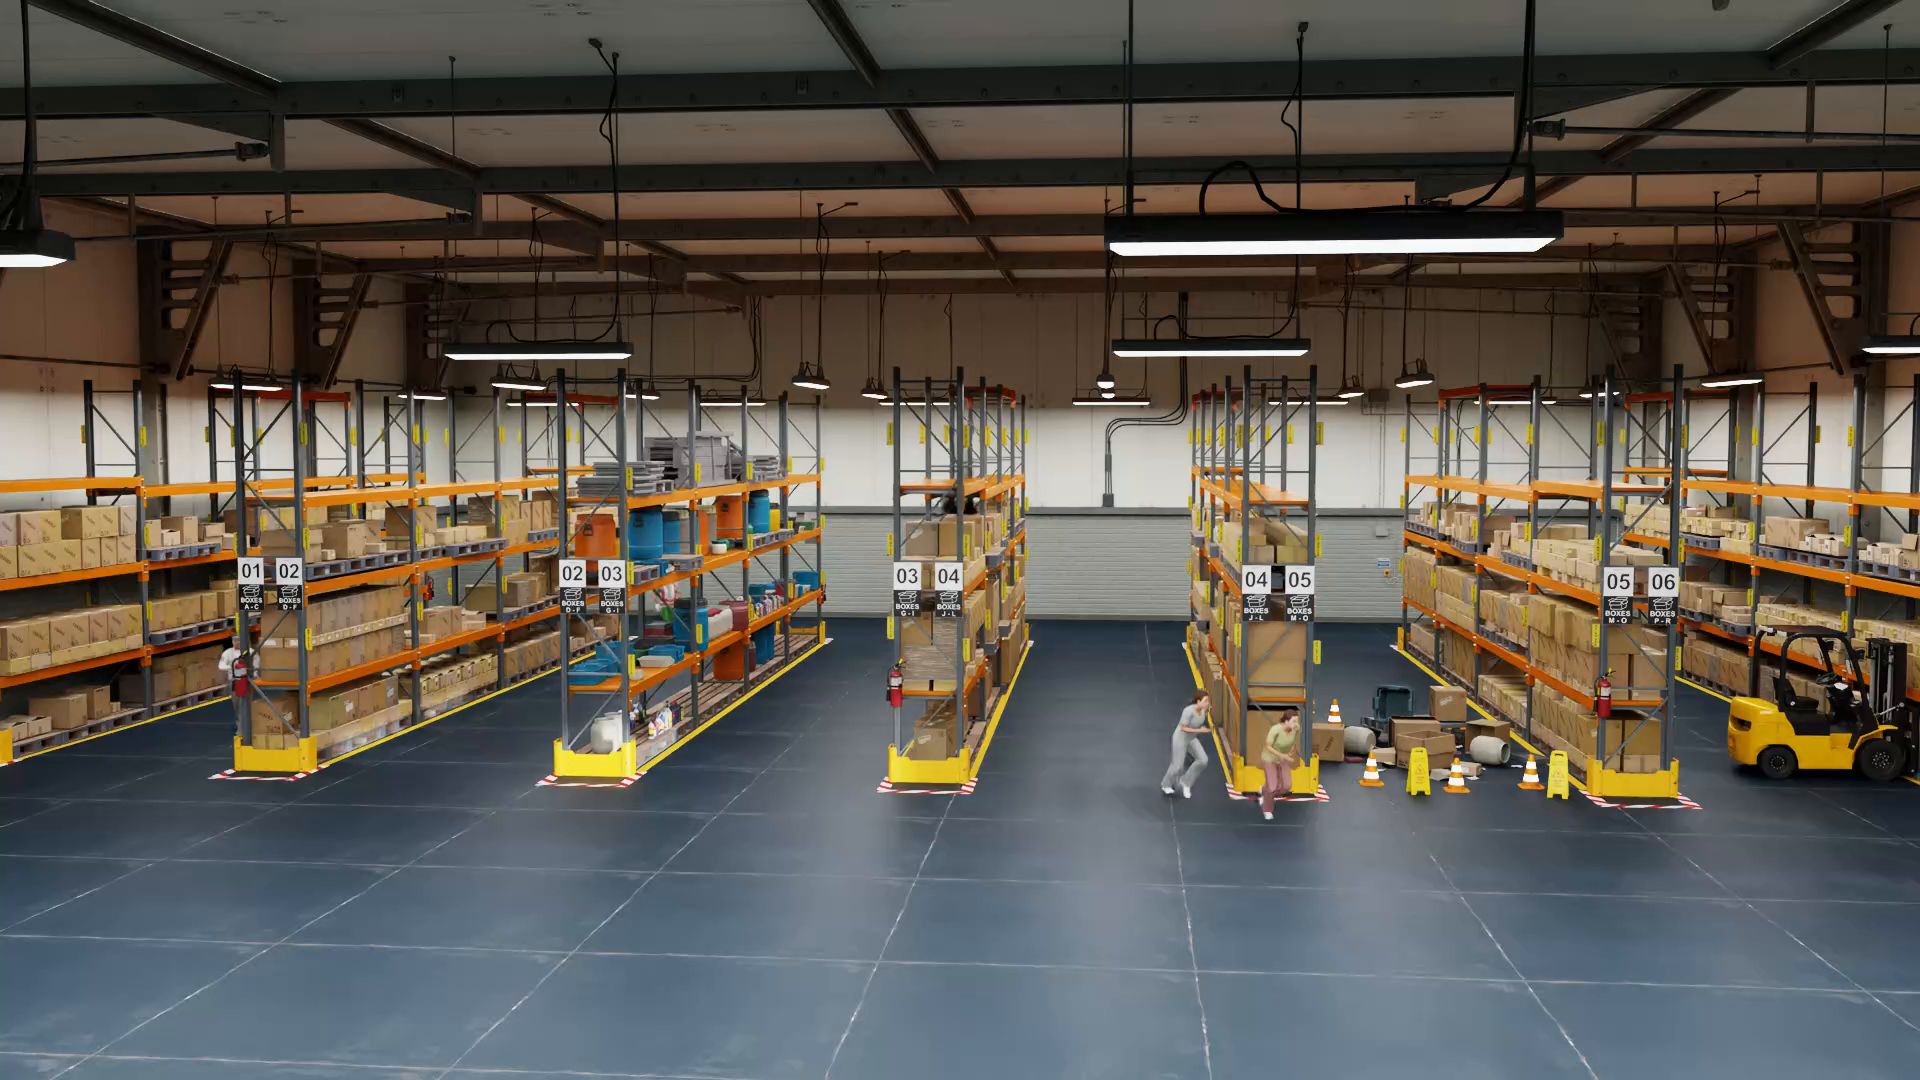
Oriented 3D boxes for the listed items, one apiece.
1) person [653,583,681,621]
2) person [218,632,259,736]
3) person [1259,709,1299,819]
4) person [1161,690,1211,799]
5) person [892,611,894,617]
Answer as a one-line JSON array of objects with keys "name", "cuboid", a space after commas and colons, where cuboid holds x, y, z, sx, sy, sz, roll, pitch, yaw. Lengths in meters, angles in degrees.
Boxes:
[{"name": "person", "cuboid": [-7.061, 1.641, 40.207, 0.695, 1.764, 0.685, -2, 4, -25]}, {"name": "person", "cuboid": [-12.175, 2.394, 28.080, 0.589, 1.720, 0.883, -1, 4, -15]}, {"name": "person", "cuboid": [4.194, 2.915, 21.712, 0.601, 1.496, 0.764, -2, 4, -27]}, {"name": "person", "cuboid": [3.164, 2.803, 22.993, 0.597, 1.536, 0.921, -3, 5, -41]}, {"name": "person", "cuboid": [-1.121, 1.830, 33.708, 0.561, 1.702, 0.566, 0, 4, 2]}]
